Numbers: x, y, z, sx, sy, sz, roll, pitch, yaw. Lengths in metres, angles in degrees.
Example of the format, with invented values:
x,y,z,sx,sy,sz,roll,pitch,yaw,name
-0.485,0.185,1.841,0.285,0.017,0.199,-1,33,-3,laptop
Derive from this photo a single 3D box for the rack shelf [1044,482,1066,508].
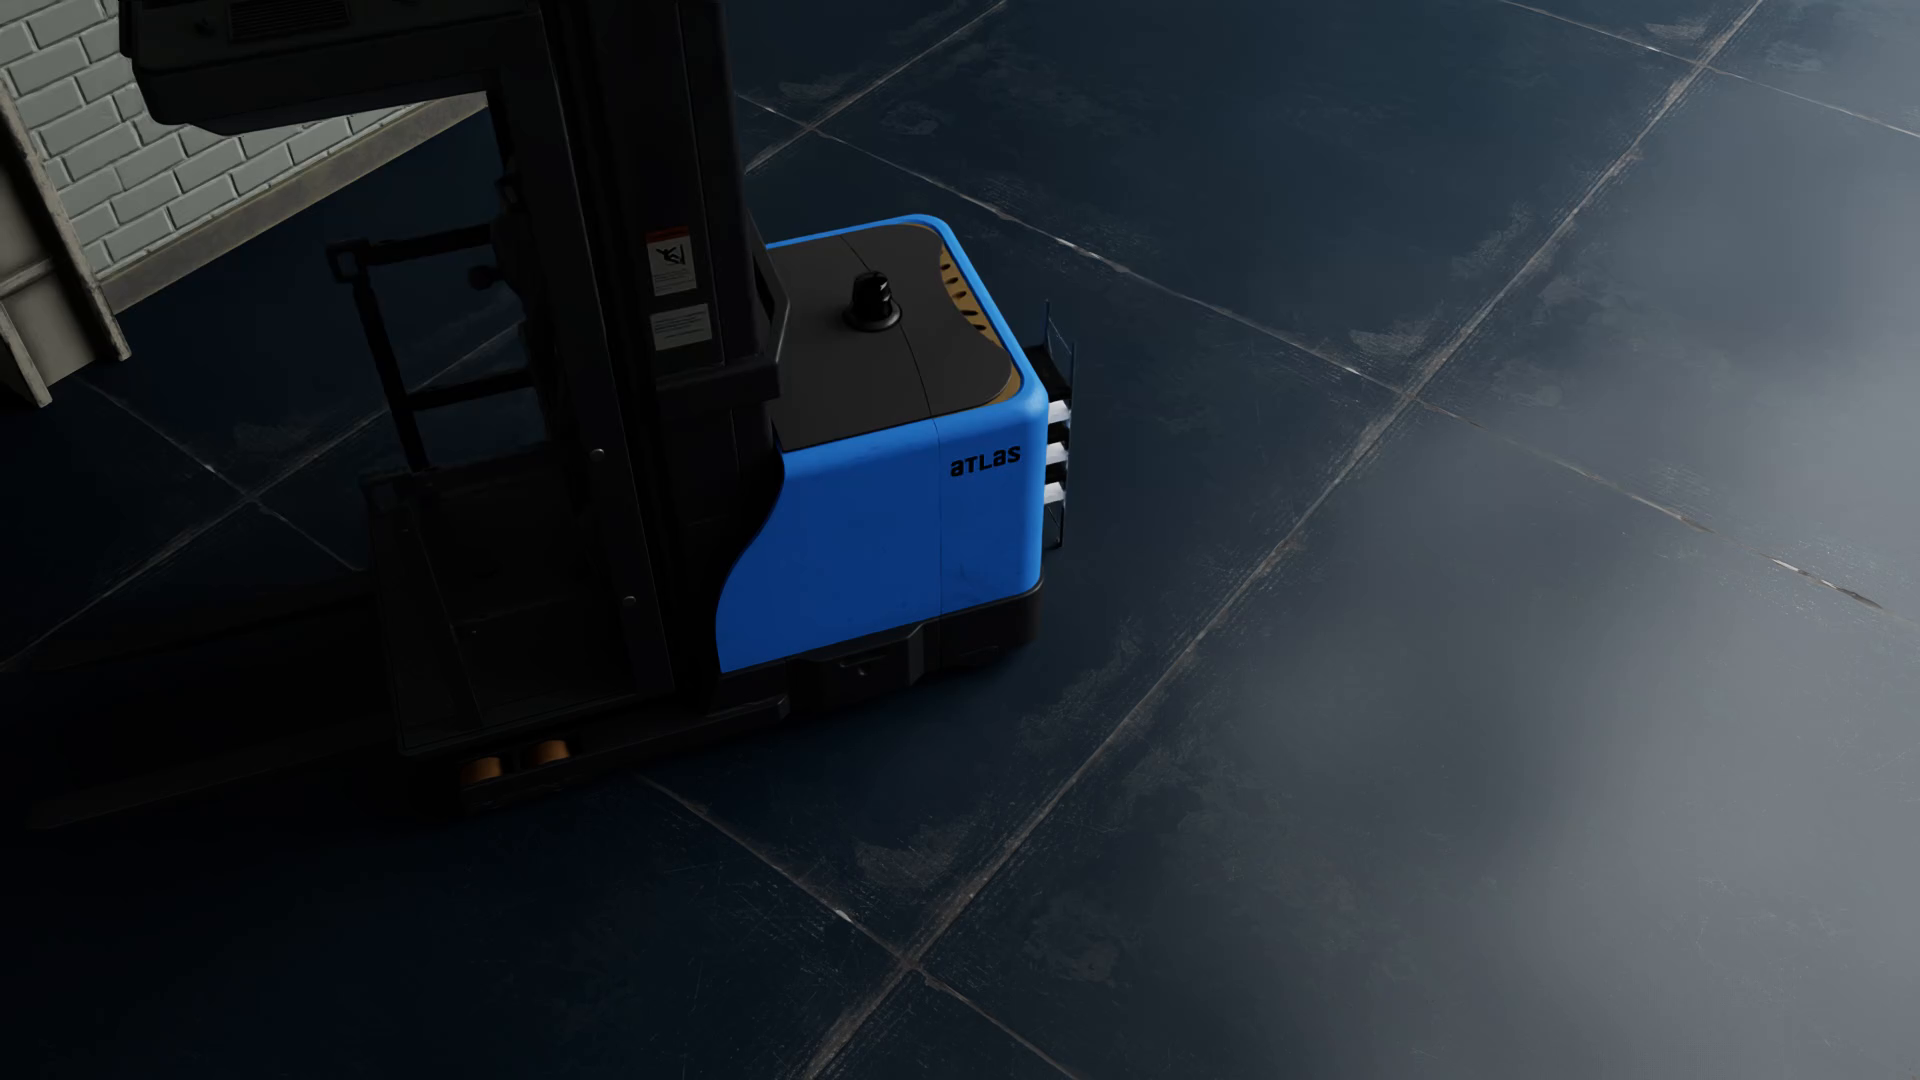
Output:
x,y,z,sx,sy,sz,roll,pitch,yaw,name
0.216,-0.194,5.608,0.200,0.077,0.258,-14,48,-13,rack shelf

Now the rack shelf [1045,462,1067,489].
x,y,z,sx,sy,sz,roll,pitch,yaw,name
0.216,-0.257,5.543,0.200,0.077,0.258,-14,48,-13,rack shelf

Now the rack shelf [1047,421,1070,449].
x,y,z,sx,sy,sz,roll,pitch,yaw,name
0.216,-0.381,5.413,0.200,0.077,0.258,-14,48,-13,rack shelf

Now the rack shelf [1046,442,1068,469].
x,y,z,sx,sy,sz,roll,pitch,yaw,name
0.216,-0.319,5.478,0.200,0.077,0.258,-14,48,-13,rack shelf

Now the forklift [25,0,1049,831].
x,y,z,sx,sy,sz,roll,pitch,yaw,name
-1.307,-0.638,4.333,3.031,2.935,1.130,-14,48,-13,forklift

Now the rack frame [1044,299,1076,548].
x,y,z,sx,sy,sz,roll,pitch,yaw,name
0.312,-0.366,5.478,0.006,0.900,0.240,-14,48,-13,rack frame

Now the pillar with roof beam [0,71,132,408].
x,y,z,sx,sy,sz,roll,pitch,yaw,name
-0.037,-1.877,1.320,9.100,9.000,0.400,29,53,25,pillar with roof beam

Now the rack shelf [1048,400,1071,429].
x,y,z,sx,sy,sz,roll,pitch,yaw,name
0.216,-0.443,5.348,0.200,0.077,0.258,-14,48,-13,rack shelf

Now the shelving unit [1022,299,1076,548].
x,y,z,sx,sy,sz,roll,pitch,yaw,name
0.216,-0.342,5.454,0.210,0.900,0.258,-14,48,-13,shelving unit

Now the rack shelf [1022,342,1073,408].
x,y,z,sx,sy,sz,roll,pitch,yaw,name
0.216,-0.505,5.283,0.200,0.077,0.258,-14,48,-13,rack shelf
